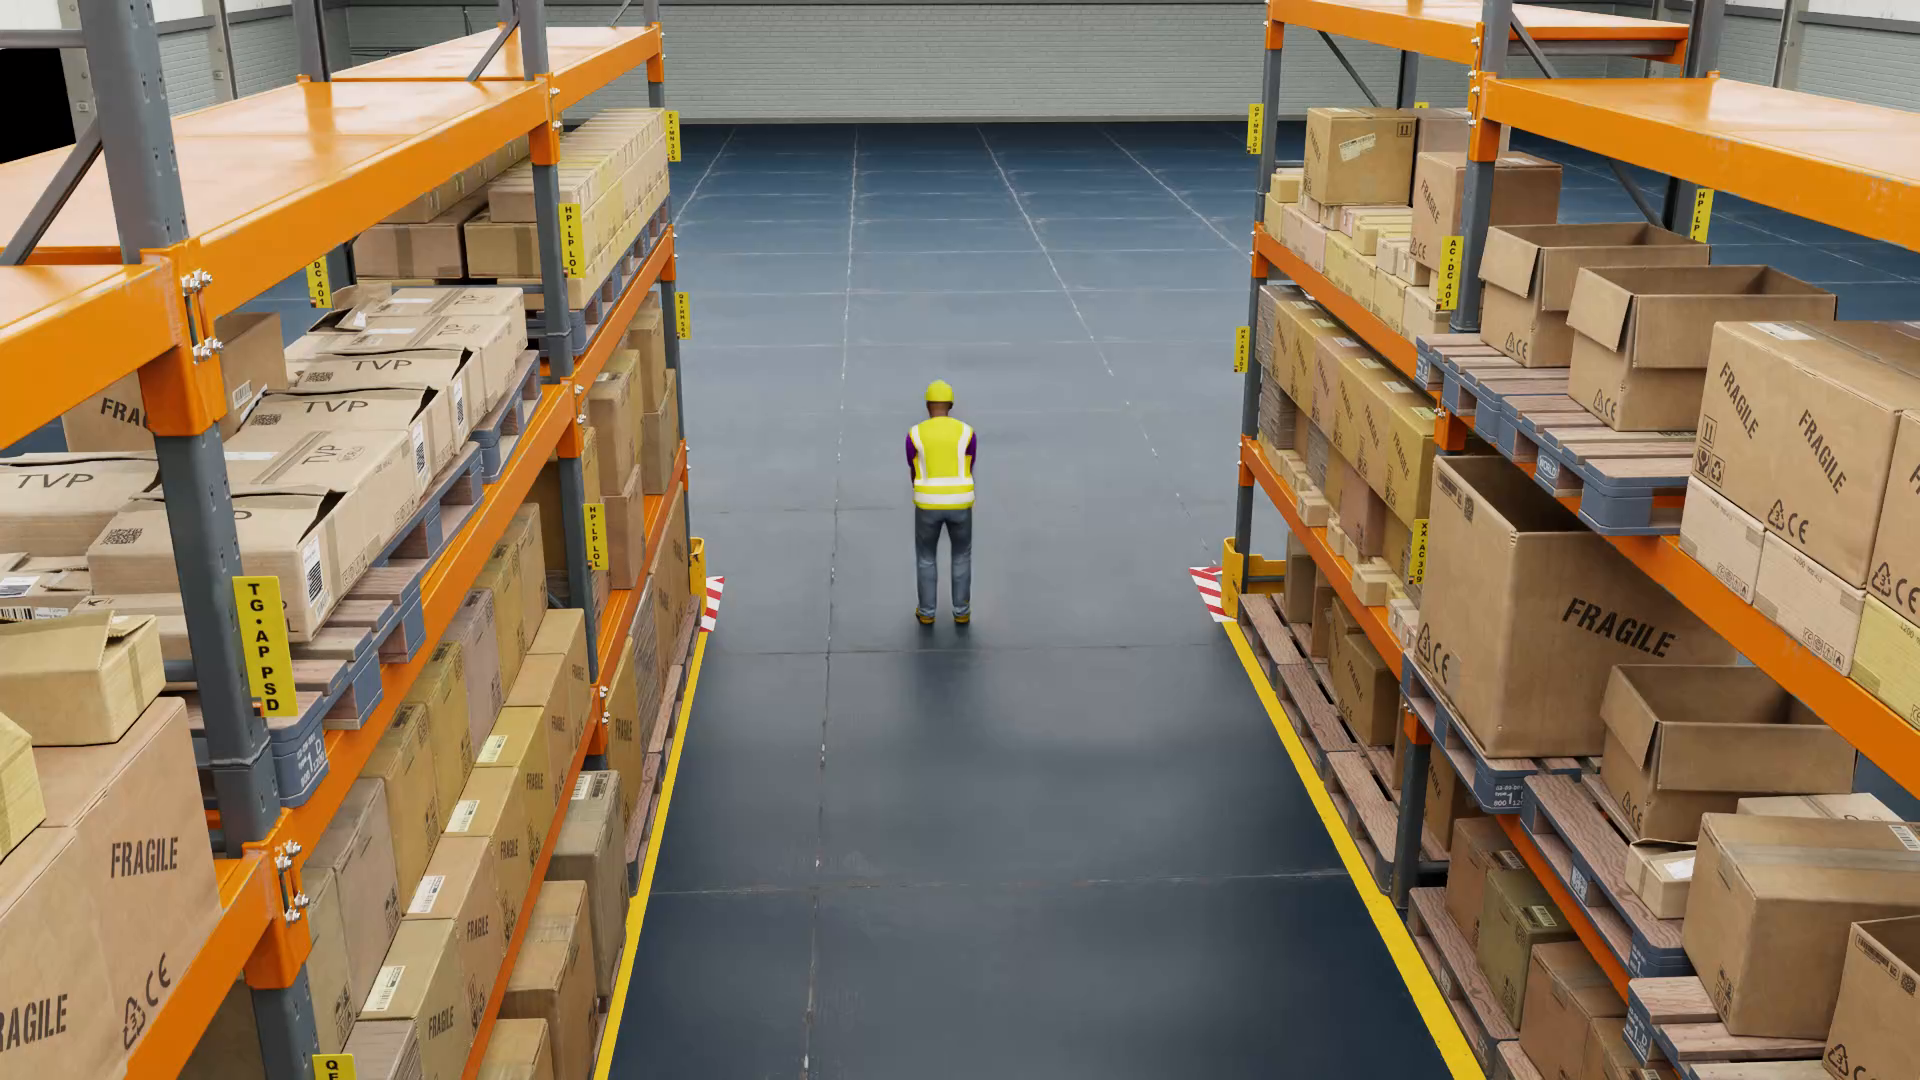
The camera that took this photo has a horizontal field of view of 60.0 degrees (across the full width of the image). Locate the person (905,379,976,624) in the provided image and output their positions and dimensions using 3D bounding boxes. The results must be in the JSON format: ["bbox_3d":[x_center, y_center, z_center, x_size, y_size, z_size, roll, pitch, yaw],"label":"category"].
[{"bbox_3d":[-0.137,-0.287,11.845,0.501,1.746,0.593,-1,20,-4],"label":"person"}]
